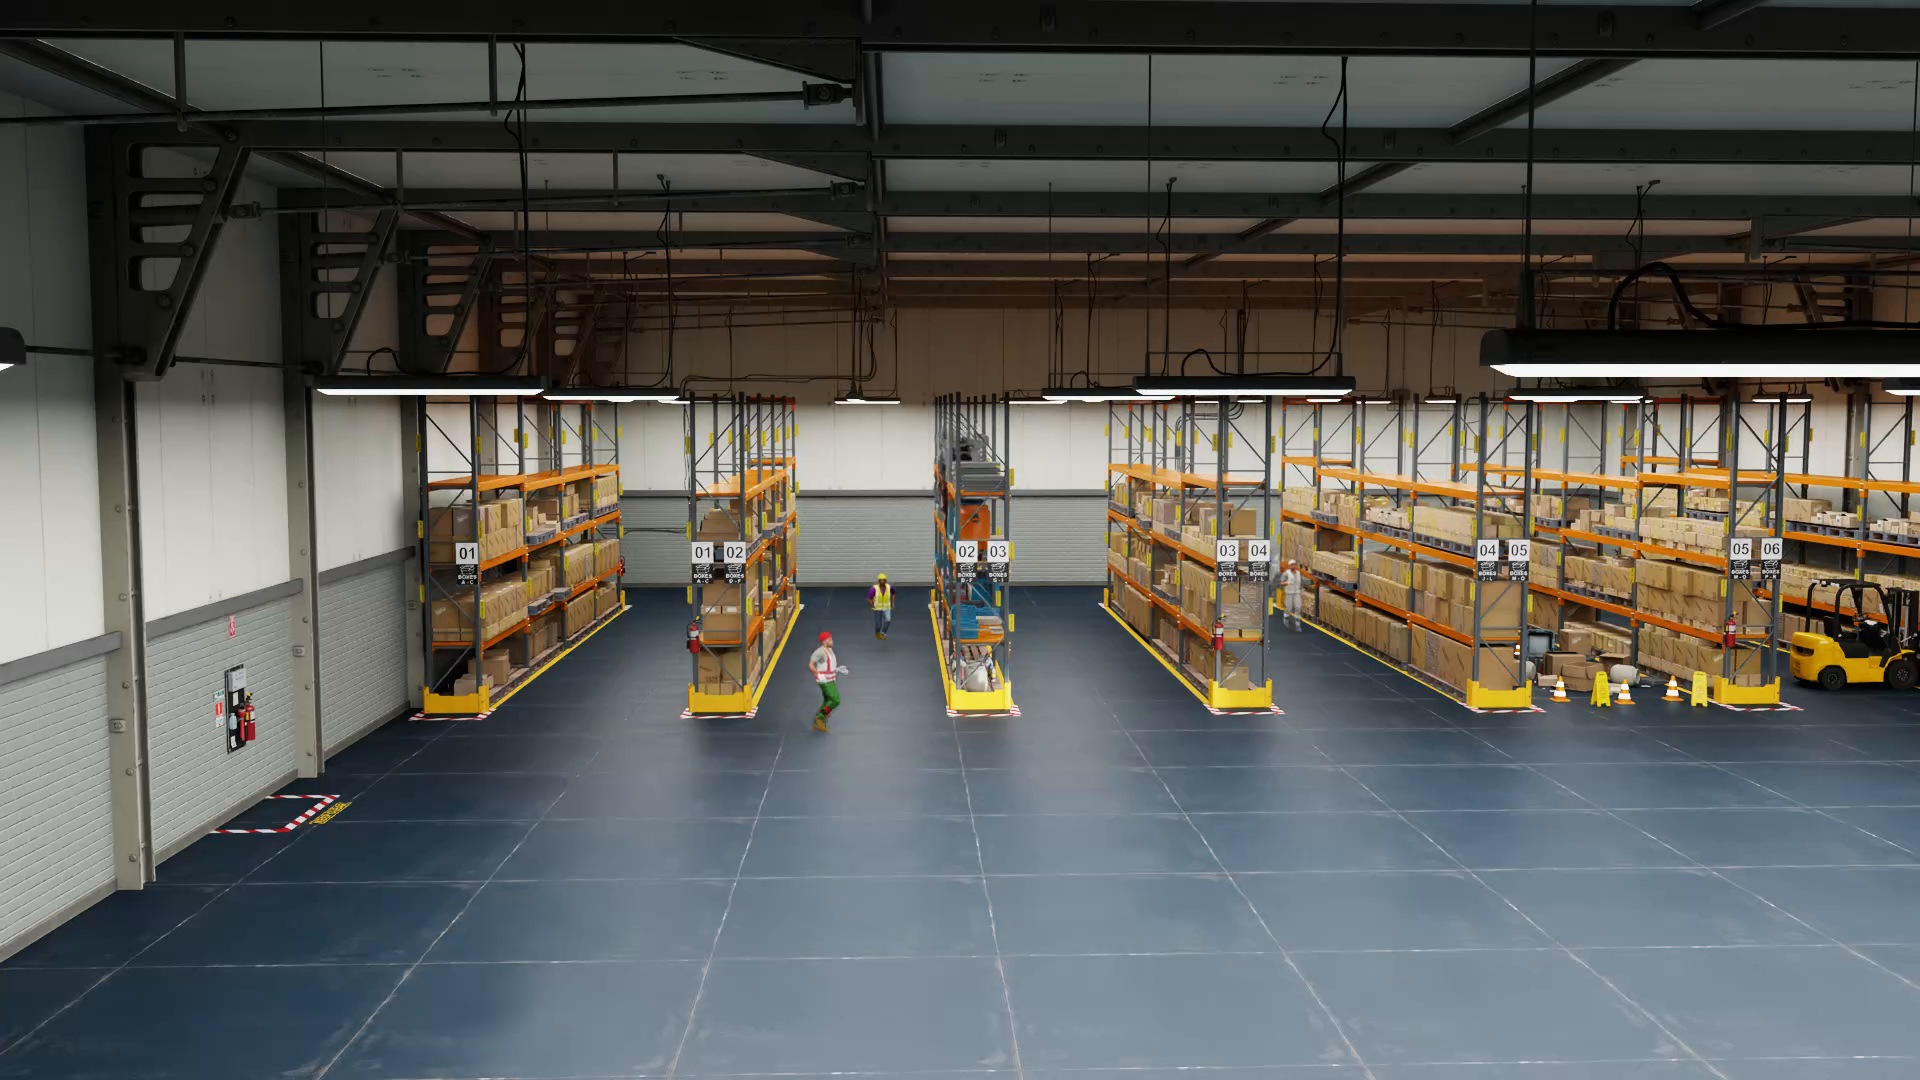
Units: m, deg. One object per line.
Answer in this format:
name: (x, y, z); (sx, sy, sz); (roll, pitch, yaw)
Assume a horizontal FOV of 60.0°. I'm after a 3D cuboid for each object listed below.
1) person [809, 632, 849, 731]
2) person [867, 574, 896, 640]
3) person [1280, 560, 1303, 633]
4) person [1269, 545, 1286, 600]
person: (-2.306, 2.487, 29.282); (0.624, 1.741, 0.633); (1, 5, 16)
person: (-1.841, 1.594, 39.381); (0.708, 1.604, 0.899); (-1, 5, -11)
person: (8.488, 1.409, 42.492); (0.643, 1.829, 0.850); (-1, 5, -9)
person: (9.475, 0.983, 49.052); (0.710, 1.734, 0.598); (-2, 5, -24)
